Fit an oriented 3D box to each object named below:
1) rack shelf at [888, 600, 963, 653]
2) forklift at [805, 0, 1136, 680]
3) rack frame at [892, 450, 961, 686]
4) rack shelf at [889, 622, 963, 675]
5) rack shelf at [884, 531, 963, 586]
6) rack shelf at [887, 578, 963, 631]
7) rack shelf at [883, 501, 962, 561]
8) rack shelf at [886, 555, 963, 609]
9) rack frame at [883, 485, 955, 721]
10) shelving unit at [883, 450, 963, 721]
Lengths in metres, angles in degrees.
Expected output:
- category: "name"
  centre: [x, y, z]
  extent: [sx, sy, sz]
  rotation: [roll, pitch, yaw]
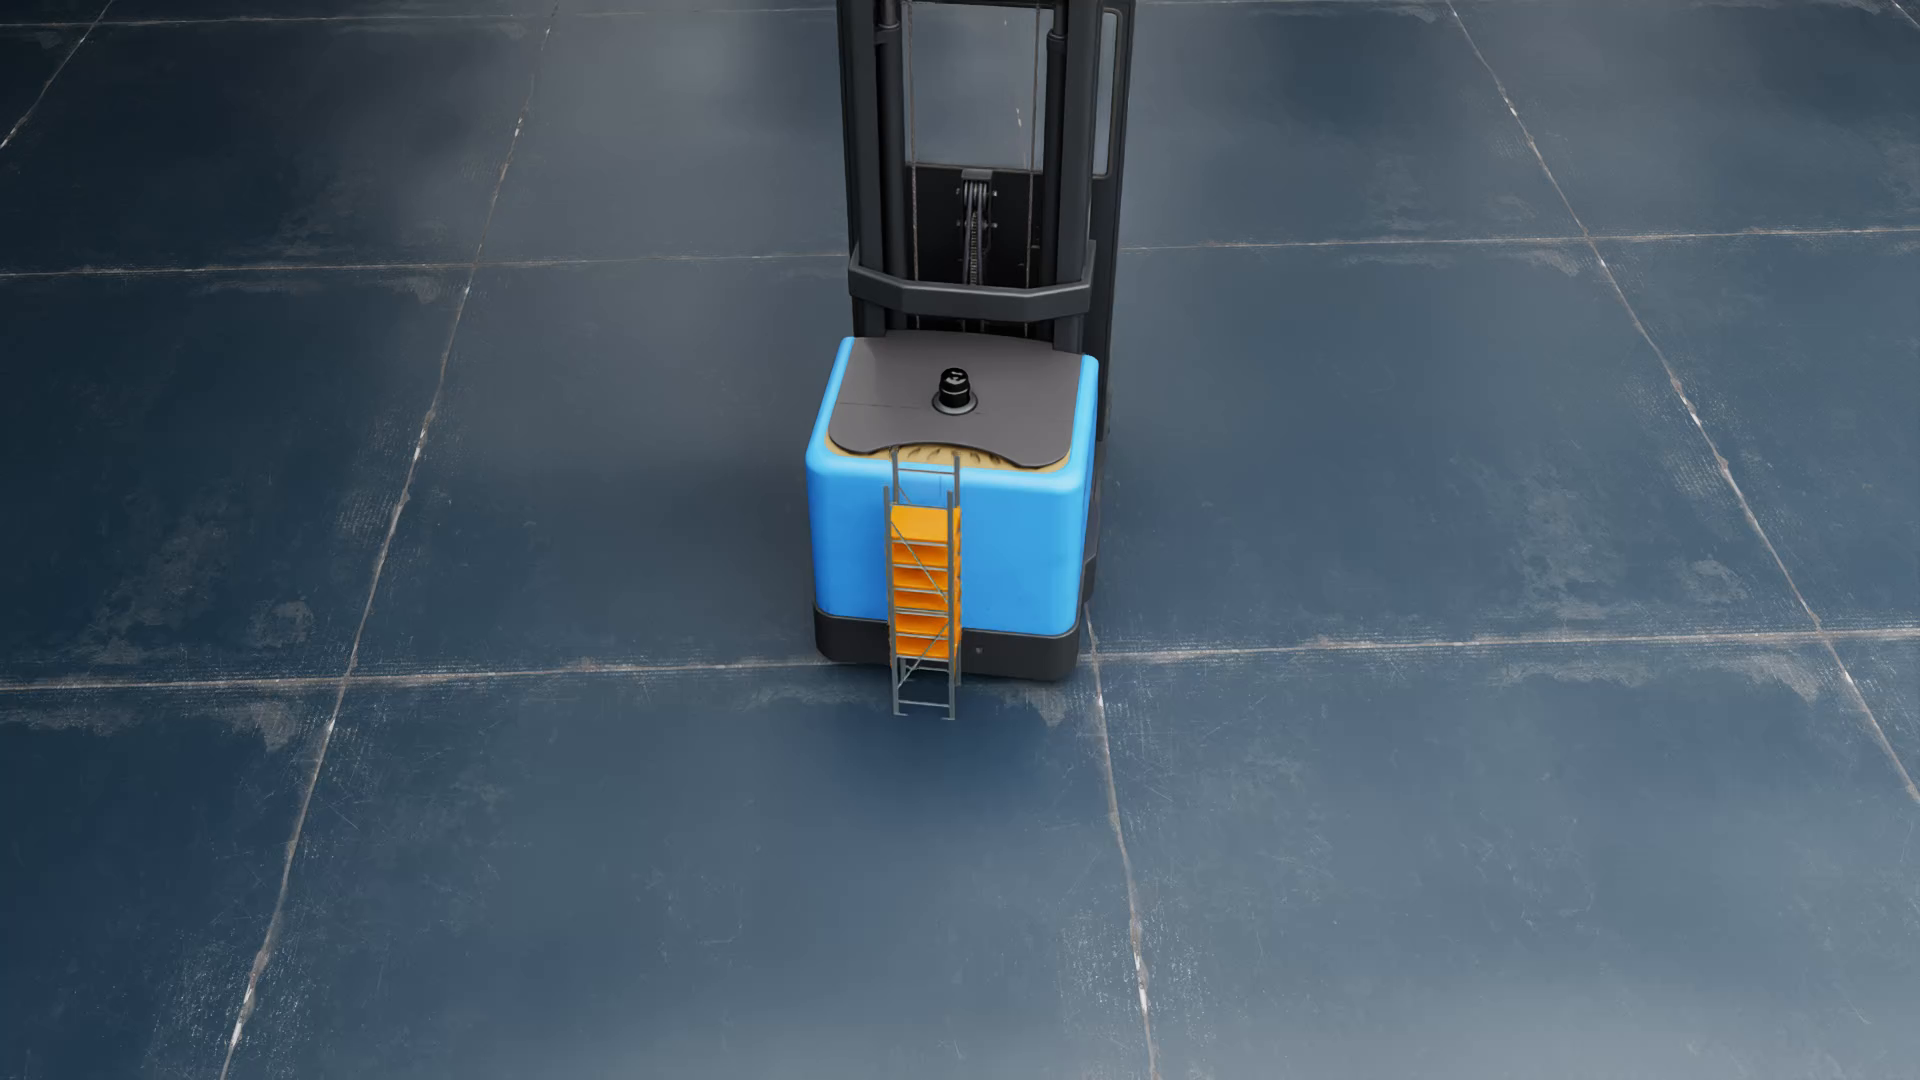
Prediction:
- category: "rack shelf"
  centre: [-0.129, 0.315, 6.259]
  extent: [0.258, 0.103, 0.180]
  rotation: [5, 44, 5]
- category: "forklift"
  centre: [0.126, -1.526, 6.746]
  extent: [1.130, 2.935, 3.031]
  rotation: [5, 43, 6]
- category: "rack frame"
  centre: [-0.118, 0.134, 6.211]
  extent: [0.240, 1.200, 0.006]
  rotation: [5, 44, 5]
- category: "rack shelf"
  centre: [-0.129, 0.402, 6.342]
  extent: [0.258, 0.103, 0.180]
  rotation: [5, 44, 5]
- category: "rack shelf"
  centre: [-0.130, 0.055, 6.010]
  extent: [0.258, 0.103, 0.180]
  rotation: [5, 44, 5]
- category: "rack shelf"
  centre: [-0.130, 0.228, 6.176]
  extent: [0.258, 0.103, 0.180]
  rotation: [5, 44, 5]
- category: "rack shelf"
  centre: [-0.131, -0.032, 5.928]
  extent: [0.258, 0.103, 0.180]
  rotation: [5, 44, 5]
- category: "rack shelf"
  centre: [-0.130, 0.141, 6.093]
  extent: [0.258, 0.103, 0.180]
  rotation: [5, 44, 5]
- category: "rack frame"
  centre: [-0.141, 0.259, 6.080]
  extent: [0.240, 1.200, 0.006]
  rotation: [5, 44, 5]
- category: "shelving unit"
  centre: [-0.130, 0.196, 6.145]
  extent: [0.258, 1.200, 0.189]
  rotation: [5, 44, 5]
